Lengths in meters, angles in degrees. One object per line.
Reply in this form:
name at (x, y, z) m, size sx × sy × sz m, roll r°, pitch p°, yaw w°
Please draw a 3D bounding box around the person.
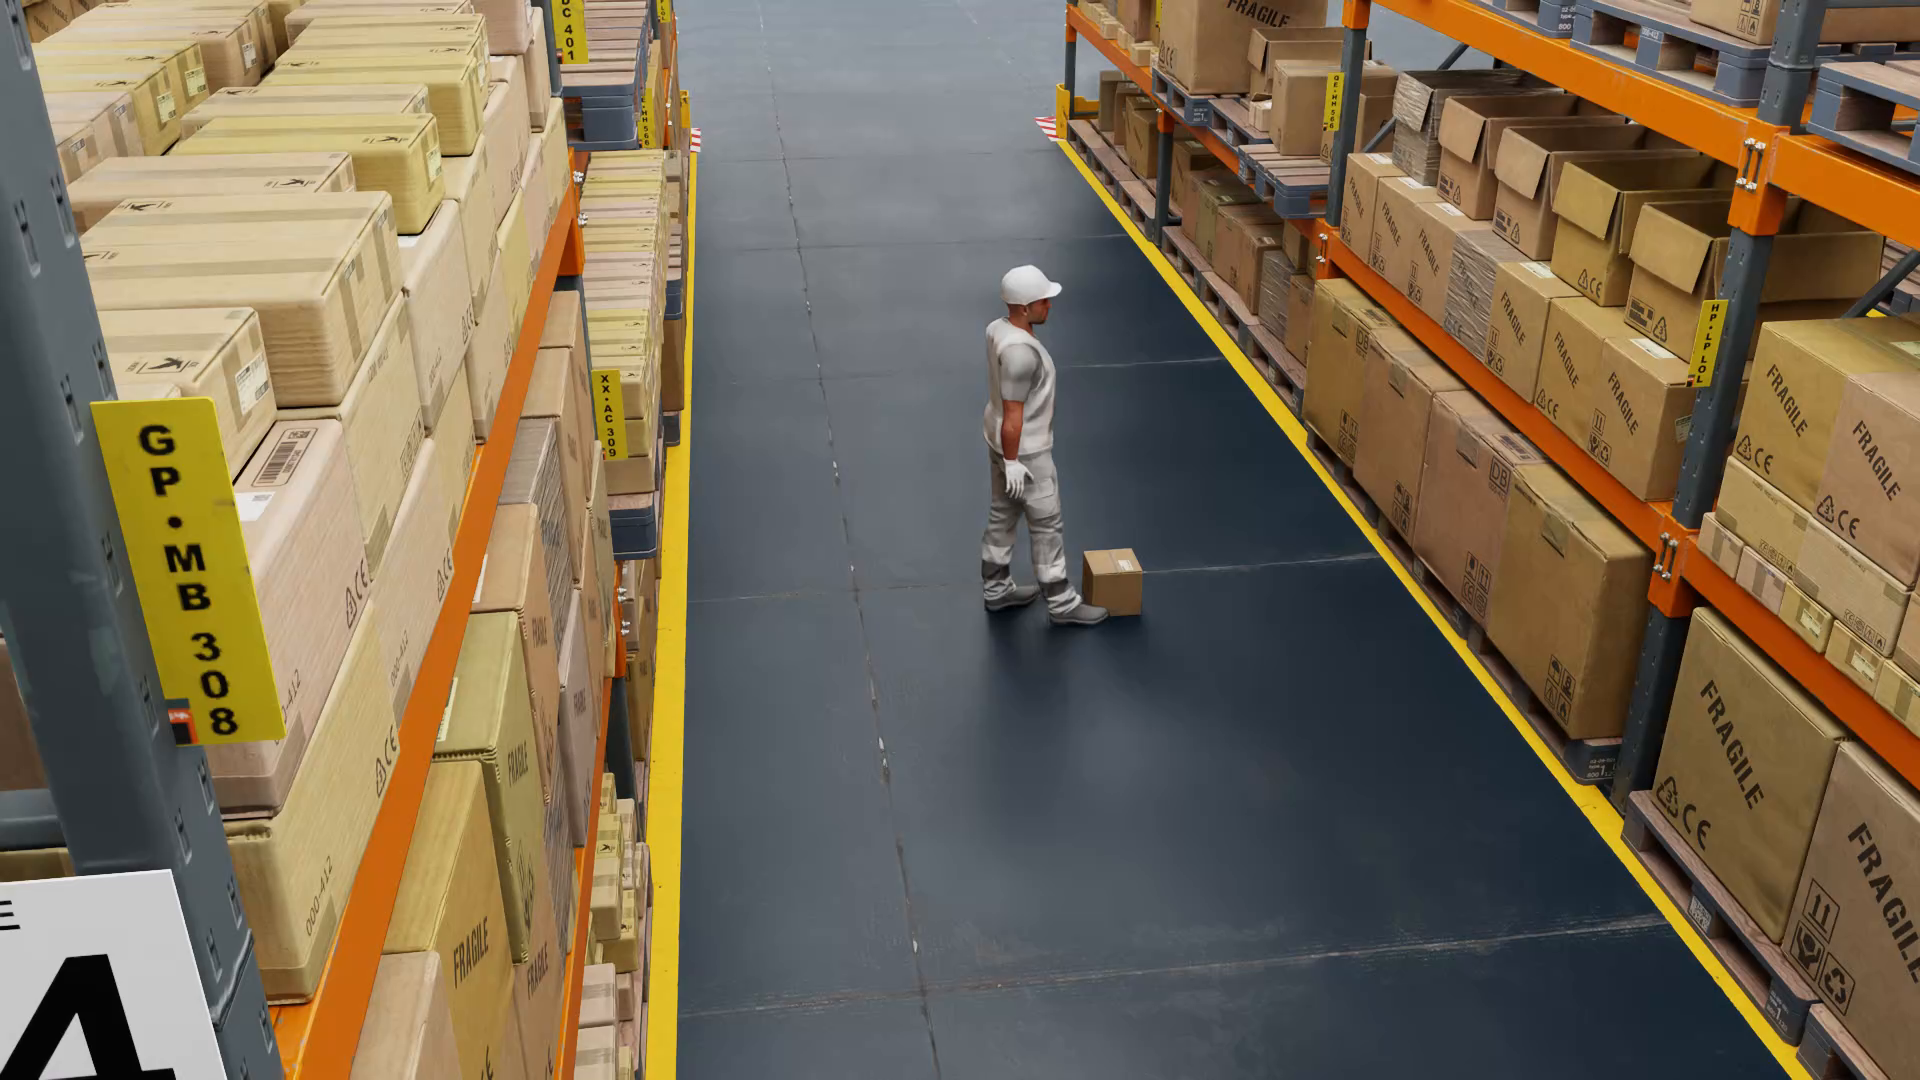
person at (0.405, -0.469, 7.995) m, size 0.584 × 1.787 × 0.574 m, roll -6°, pitch 28°, yaw -12°
